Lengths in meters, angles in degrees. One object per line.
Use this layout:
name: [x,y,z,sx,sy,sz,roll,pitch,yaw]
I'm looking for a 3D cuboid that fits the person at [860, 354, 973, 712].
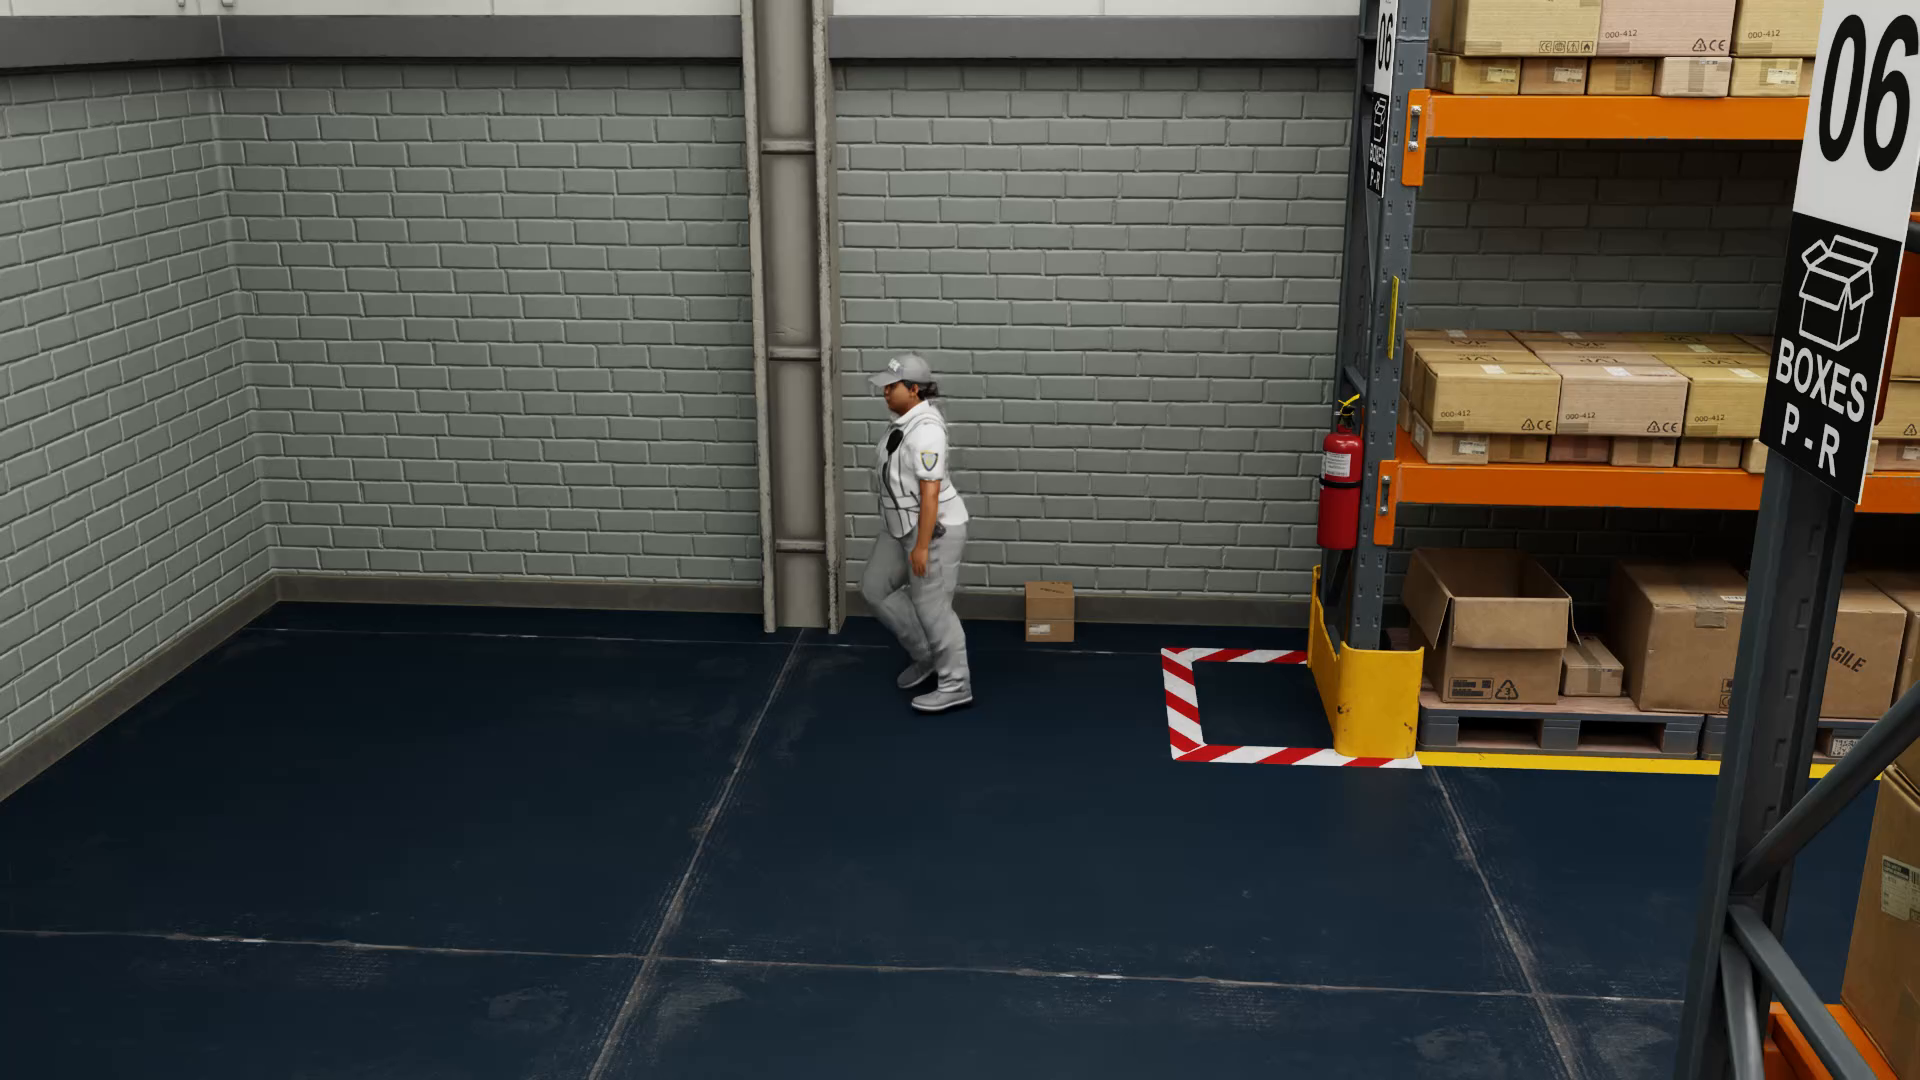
person: [-0.192,-0.033,7.608,0.444,1.656,0.505,-7,19,-20]
